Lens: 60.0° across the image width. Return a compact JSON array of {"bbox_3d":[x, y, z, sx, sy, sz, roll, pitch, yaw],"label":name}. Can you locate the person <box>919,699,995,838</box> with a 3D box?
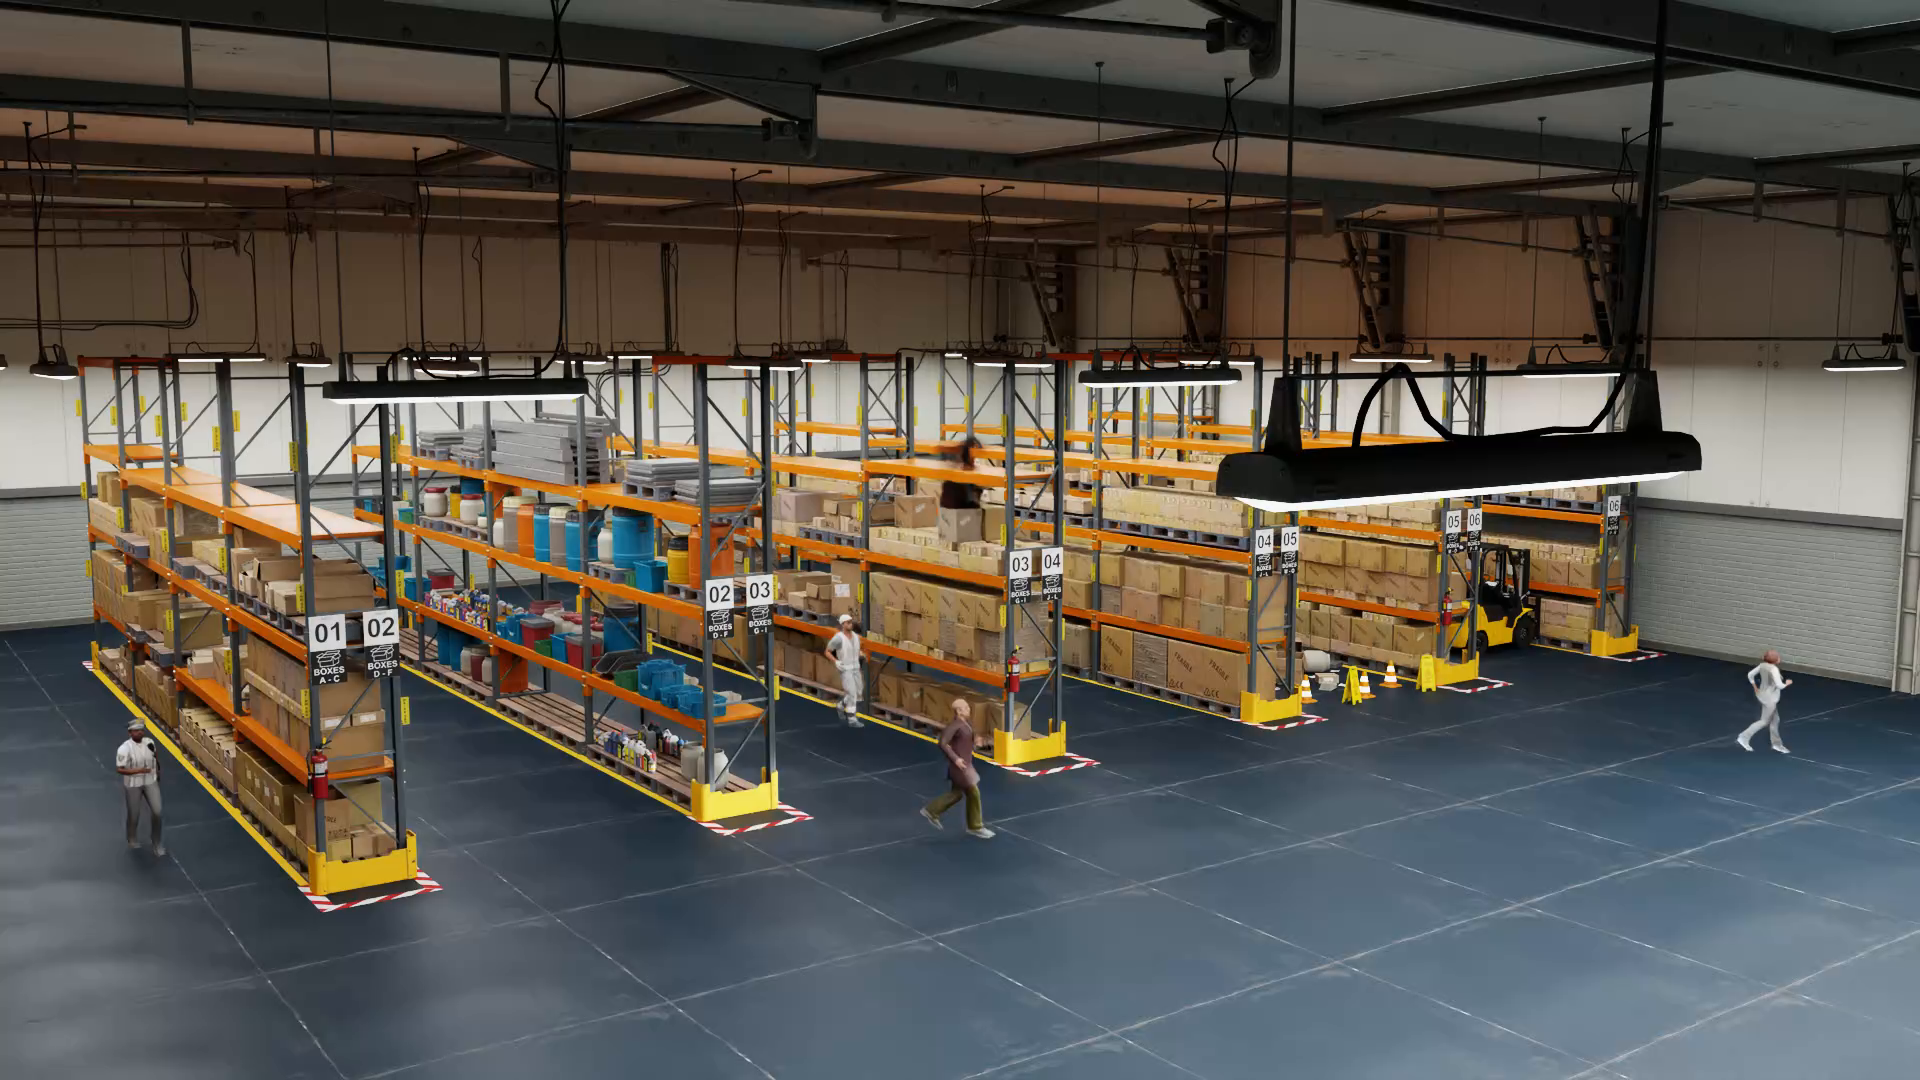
[{"bbox_3d":[-0.036,2.893,21.149,0.973,1.792,0.693,0,7,2],"label":"person"}]

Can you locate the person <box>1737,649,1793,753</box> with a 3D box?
[{"bbox_3d":[12.257,2.464,25.278,0.837,1.595,0.558,0,7,2],"label":"person"}]

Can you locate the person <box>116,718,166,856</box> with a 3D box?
[{"bbox_3d":[-10.039,3.032,20.390,0.564,1.745,0.720,-7,10,-43],"label":"person"}]

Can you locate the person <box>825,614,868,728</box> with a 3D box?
[{"bbox_3d":[-1.749,2.032,25.929,0.710,1.758,0.663,7,10,43],"label":"person"}]
